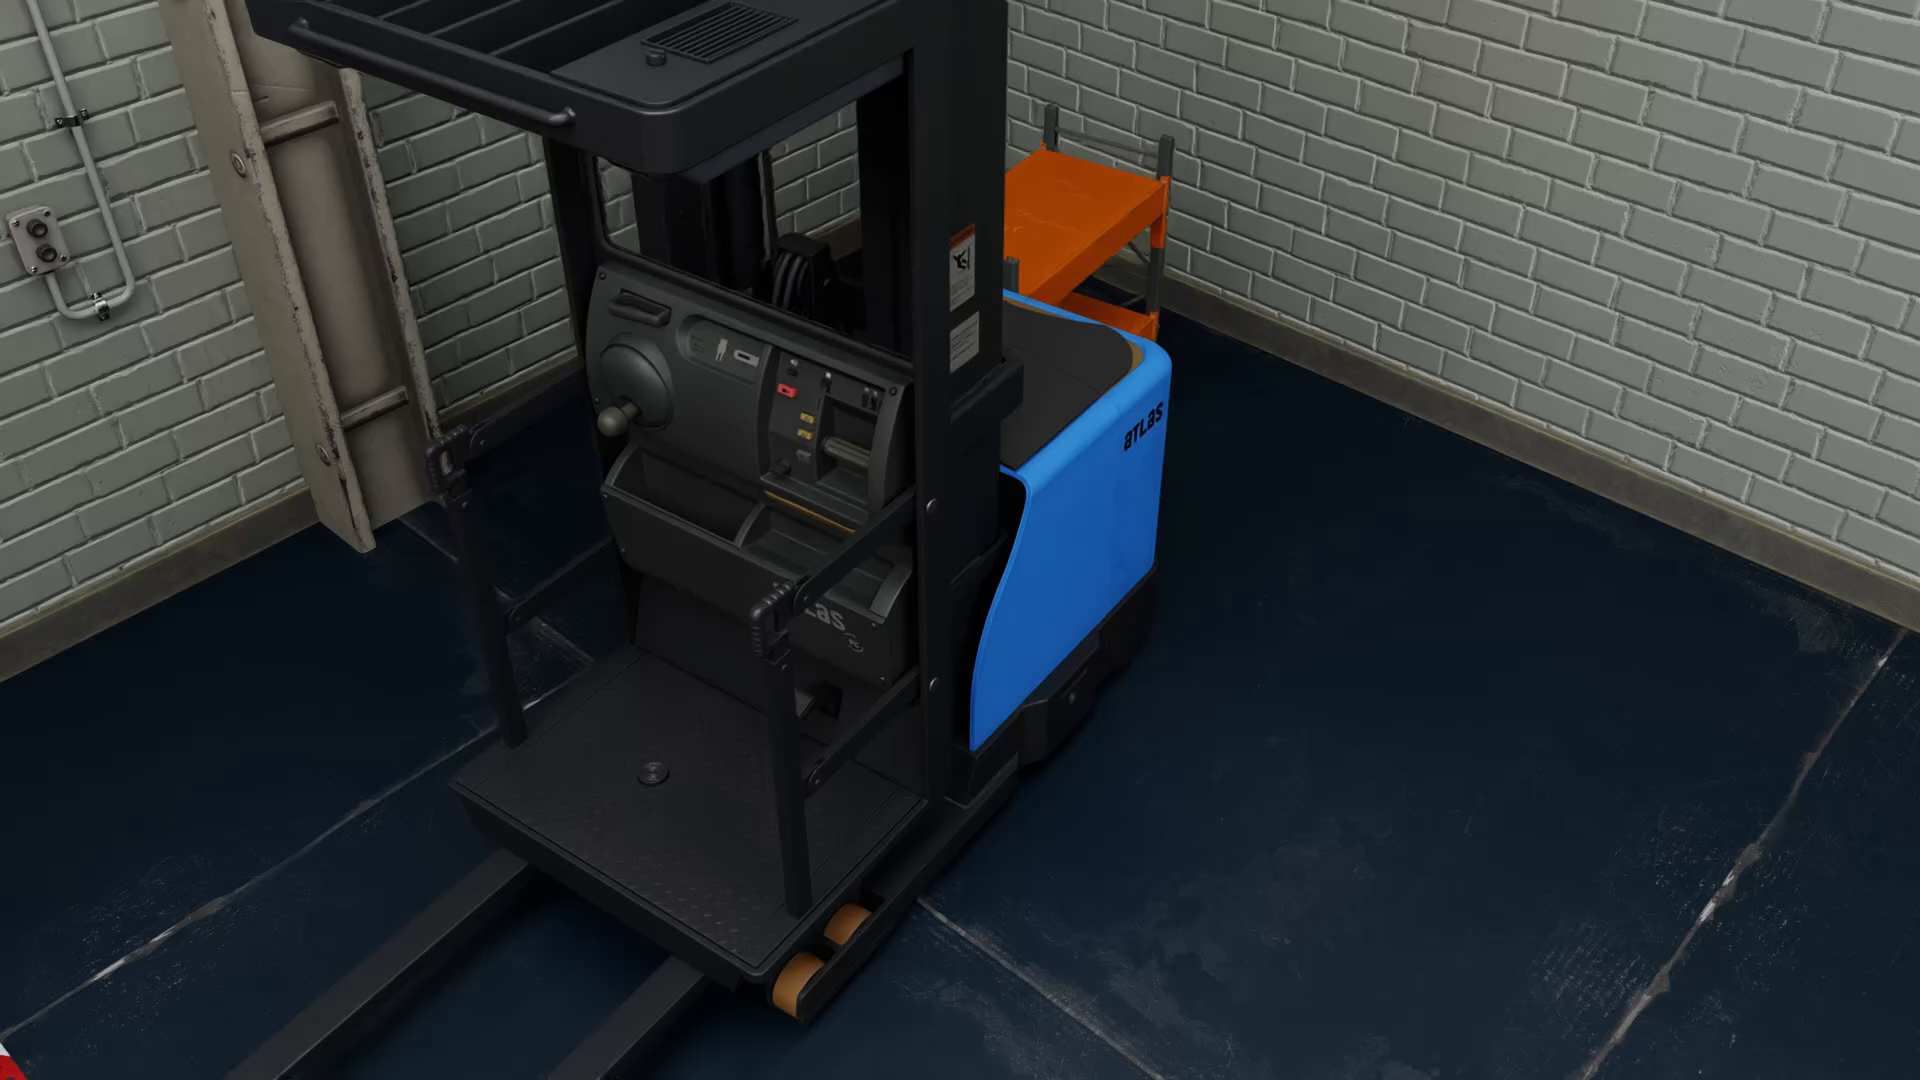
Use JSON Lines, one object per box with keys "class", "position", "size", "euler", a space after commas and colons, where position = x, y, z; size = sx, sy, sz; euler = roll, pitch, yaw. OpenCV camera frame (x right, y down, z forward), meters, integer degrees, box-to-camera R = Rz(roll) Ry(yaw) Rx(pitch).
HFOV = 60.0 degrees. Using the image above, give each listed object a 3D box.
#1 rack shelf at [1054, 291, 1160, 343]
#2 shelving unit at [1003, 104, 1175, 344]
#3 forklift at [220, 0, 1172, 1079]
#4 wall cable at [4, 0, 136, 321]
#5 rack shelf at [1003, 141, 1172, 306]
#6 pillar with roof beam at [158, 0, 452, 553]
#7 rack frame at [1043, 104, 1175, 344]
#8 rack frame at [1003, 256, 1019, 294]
{"class": "rack shelf", "position": [0.238, -0.554, 5.936], "size": [0.538, 0.278, 1.000], "euler": [22, 43, 25]}
{"class": "shelving unit", "position": [0.238, -0.745, 5.784], "size": [0.538, 1.125, 1.048], "euler": [22, 43, 25]}
{"class": "forklift", "position": [-0.640, -0.279, 3.746], "size": [1.130, 2.935, 3.031], "euler": [24, 44, 27]}
{"class": "wall cable", "position": [-3.042, -1.061, 3.858], "size": [0.084, 1.984, 1.851], "euler": [30, 47, 32]}
{"class": "rack shelf", "position": [0.238, -0.975, 5.601], "size": [0.538, 0.278, 1.000], "euler": [22, 43, 25]}
{"class": "pillar with roof beam", "position": [1.154, -1.822, 0.812], "size": [9.100, 9.000, 0.400], "euler": [30, 47, 32]}
{"class": "rack frame", "position": [0.515, -1.011, 6.117], "size": [0.500, 1.125, 0.032], "euler": [22, 43, 25]}
{"class": "rack frame", "position": [-0.038, -0.480, 5.450], "size": [0.500, 1.125, 0.032], "euler": [22, 43, 25]}
